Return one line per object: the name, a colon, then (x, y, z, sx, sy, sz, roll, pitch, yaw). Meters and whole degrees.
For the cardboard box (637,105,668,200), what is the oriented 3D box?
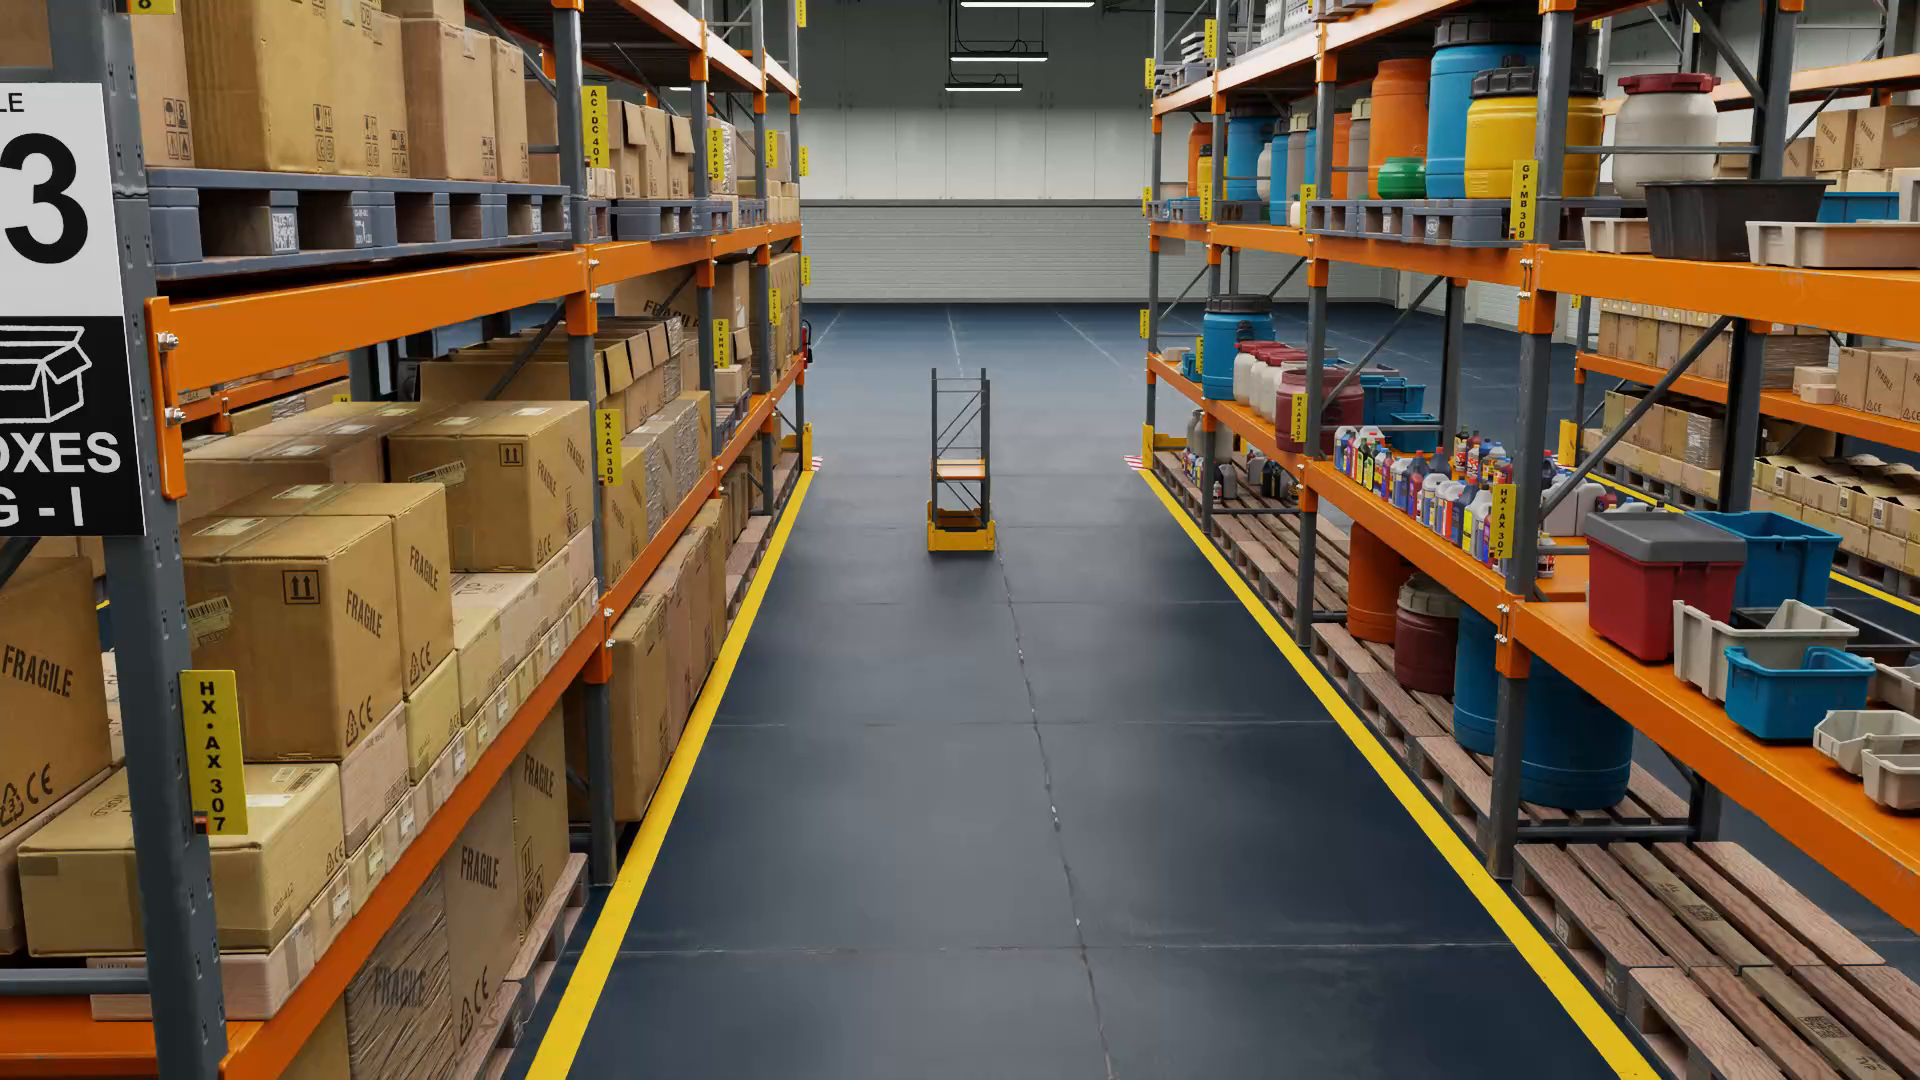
cardboard box: (-1.940, -2.155, 9.283, 0.500, 0.500, 0.500, 0, 11, 2)

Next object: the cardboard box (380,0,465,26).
cardboard box: (-2.035, -1.881, 5.798, 0.500, 0.250, 0.500, -1, 12, -5)

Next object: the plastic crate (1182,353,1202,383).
plastic crate: (2.445, -1.683, 16.187, 0.499, 0.251, 0.616, 0, 11, -1)

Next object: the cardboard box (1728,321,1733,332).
cardboard box: (7.468, -2.026, 15.620, 0.380, 0.149, 0.250, 0, 11, -2)

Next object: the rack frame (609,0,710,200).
rack frame: (-2.130, -3.662, 10.477, 1.000, 3.000, 0.127, 0, 11, -1)

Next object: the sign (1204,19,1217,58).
sign: (2.189, -4.375, 14.517, 0.100, 0.325, 0.005, 0, 11, -1)

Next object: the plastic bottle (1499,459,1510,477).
plastic bottle: (3.258, -0.381, 9.894, 0.097, 0.201, 0.097, 0, 11, 0)

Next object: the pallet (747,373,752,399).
pallet: (-2.343, -1.271, 14.260, 1.003, 0.211, 1.213, 0, 11, -1)

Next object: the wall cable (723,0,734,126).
wall cable: (-7.920, -13.305, 49.457, 2.305, 6.003, 0.169, 0, 11, -1)

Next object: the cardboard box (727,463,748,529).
cardboard box: (-2.222, -0.386, 14.595, 0.700, 0.500, 0.500, -1, 12, -6)

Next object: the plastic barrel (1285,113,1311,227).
plastic barrel: (2.980, -3.023, 13.610, 0.600, 0.901, 0.600, 0, 11, 0)

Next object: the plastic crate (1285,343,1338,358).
plastic crate: (3.055, -1.474, 14.618, 0.402, 0.464, 0.583, 0, 11, -1)

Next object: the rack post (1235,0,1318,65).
rack post: (2.866, -4.184, 12.549, 1.013, 1.000, 3.121, 0, 11, -1)

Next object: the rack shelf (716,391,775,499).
rack shelf: (-2.172, -0.767, 13.105, 1.077, 0.370, 4.000, 0, 11, -1)

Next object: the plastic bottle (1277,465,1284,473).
plastic bottle: (3.137, -0.617, 16.112, 0.144, 0.351, 0.185, 0, 11, 0)

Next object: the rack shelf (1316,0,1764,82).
rack shelf: (2.863, -2.736, 8.729, 1.077, 0.370, 4.000, 0, 11, -1)

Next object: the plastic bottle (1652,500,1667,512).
plastic bottle: (3.220, -0.002, 7.650, 0.144, 0.351, 0.185, 0, 11, -1)

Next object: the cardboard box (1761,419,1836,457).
cardboard box: (7.995, -0.876, 15.807, 0.500, 0.500, 0.500, 0, 11, -1)

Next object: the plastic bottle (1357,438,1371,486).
plastic bottle: (2.474, -0.479, 10.169, 0.061, 0.283, 0.133, 0, 11, -1)

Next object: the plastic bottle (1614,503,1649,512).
plastic bottle: (3.268, -0.053, 8.087, 0.152, 0.276, 0.135, 0, 11, -1)

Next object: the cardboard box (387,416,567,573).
cardboard box: (-1.765, -0.177, 6.129, 0.500, 0.500, 0.500, 0, 11, -1)

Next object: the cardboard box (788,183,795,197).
cardboard box: (-1.945, -3.694, 17.555, 0.380, 0.149, 0.250, 0, 11, -1)

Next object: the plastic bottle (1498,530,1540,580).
plastic bottle: (2.573, 0.037, 7.646, 0.152, 0.276, 0.135, 0, 11, -1)

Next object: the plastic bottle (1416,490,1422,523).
plastic bottle: (2.518, -0.196, 8.978, 0.097, 0.201, 0.097, 0, 11, 0)

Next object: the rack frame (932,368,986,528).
rack frame: (-0.012, -0.853, 15.492, 0.500, 1.500, 0.032, 0, 11, -1)

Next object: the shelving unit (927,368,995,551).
shelving unit: (-0.002, -0.750, 14.985, 0.587, 1.500, 1.083, 0, 11, -1)

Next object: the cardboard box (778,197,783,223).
cardboard box: (-1.982, -3.208, 16.161, 0.500, 0.250, 0.500, -1, 11, -3)

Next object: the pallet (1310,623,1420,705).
pallet: (2.880, 0.781, 10.679, 1.003, 0.211, 1.213, 0, 11, -1)

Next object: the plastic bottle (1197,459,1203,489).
plastic bottle: (2.427, -0.684, 16.442, 0.144, 0.351, 0.185, 0, 11, -2)

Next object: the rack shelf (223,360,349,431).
rack shelf: (-7.215, -1.562, 17.022, 1.077, 0.370, 4.000, 0, 11, -1)

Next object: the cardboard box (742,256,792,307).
cardboard box: (-2.013, -2.690, 17.259, 0.500, 0.500, 0.500, 0, 11, -1)

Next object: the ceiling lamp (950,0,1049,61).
ceiling lamp: (0.791, -11.372, 33.801, 2.000, 3.185, 0.800, 0, 11, -1)

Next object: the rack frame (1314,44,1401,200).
rack frame: (2.822, -3.682, 10.577, 1.000, 3.000, 0.127, 0, 11, -1)

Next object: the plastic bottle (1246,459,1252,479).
plastic bottle: (2.989, -0.731, 17.052, 0.097, 0.201, 0.097, 0, 11, 0)

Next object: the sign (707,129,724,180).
sign: (-1.575, -2.485, 10.719, 0.100, 0.325, 0.005, 0, 11, -1)

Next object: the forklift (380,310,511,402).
forklift: (-4.597, -1.441, 14.792, 1.130, 2.935, 3.031, 0, 11, -1)

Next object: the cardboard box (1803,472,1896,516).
cardboard box: (7.468, -0.405, 13.958, 0.500, 0.311, 0.500, -1, 11, -3)

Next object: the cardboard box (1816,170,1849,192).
cardboard box: (7.695, -3.037, 14.261, 0.500, 0.250, 0.500, 1, 12, 5)

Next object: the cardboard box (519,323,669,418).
cardboard box: (-2.121, -0.988, 9.608, 0.797, 0.503, 0.637, 0, 11, 0)

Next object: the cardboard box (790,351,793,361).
cardboard box: (-2.022, -2.034, 18.173, 0.380, 0.149, 0.250, 0, 11, -1)

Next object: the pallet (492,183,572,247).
pallet: (-2.041, -1.191, 6.063, 1.003, 0.211, 1.213, 0, 11, -1)

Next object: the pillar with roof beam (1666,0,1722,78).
pillar with roof beam: (8.889, -7.545, 29.619, 9.100, 9.000, 0.548, 0, 11, -1)

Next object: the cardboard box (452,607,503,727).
cardboard box: (-1.745, 0.393, 5.209, 0.500, 0.250, 0.500, 0, 11, -2)

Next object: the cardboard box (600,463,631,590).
cardboard box: (-1.807, -0.068, 7.600, 0.500, 0.500, 0.500, 0, 11, -1)

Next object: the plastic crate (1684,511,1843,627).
plastic crate: (3.255, 0.123, 6.800, 0.392, 0.384, 0.575, 0, 11, -1)

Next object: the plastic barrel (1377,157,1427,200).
plastic barrel: (2.614, -2.130, 9.806, 0.294, 0.245, 0.294, 0, 11, 0)

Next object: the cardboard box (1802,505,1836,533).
cardboard box: (7.475, -0.130, 14.013, 0.500, 0.250, 0.500, -1, 11, -3)

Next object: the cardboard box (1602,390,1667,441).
cardboard box: (7.410, -1.371, 18.246, 0.500, 0.500, 0.500, 0, 11, -1)

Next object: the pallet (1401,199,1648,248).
pallet: (2.790, -1.480, 7.741, 1.213, 0.211, 1.003, 0, 11, -1)

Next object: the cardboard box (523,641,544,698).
cardboard box: (-1.692, 0.460, 5.879, 0.380, 0.149, 0.250, 0, 11, 0)

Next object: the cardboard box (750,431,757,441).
cardboard box: (-2.292, -0.814, 16.760, 0.500, 0.500, 0.500, -1, 12, -6)

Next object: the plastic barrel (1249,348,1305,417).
plastic barrel: (2.555, -1.267, 13.419, 0.433, 0.535, 0.433, 0, 11, 0)

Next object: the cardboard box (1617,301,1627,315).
cardboard box: (7.413, -2.538, 18.143, 0.380, 0.149, 0.250, 0, 11, -1)

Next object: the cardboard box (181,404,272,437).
cardboard box: (-7.117, -0.807, 15.778, 0.875, 0.875, 0.875, 0, 11, 0)
